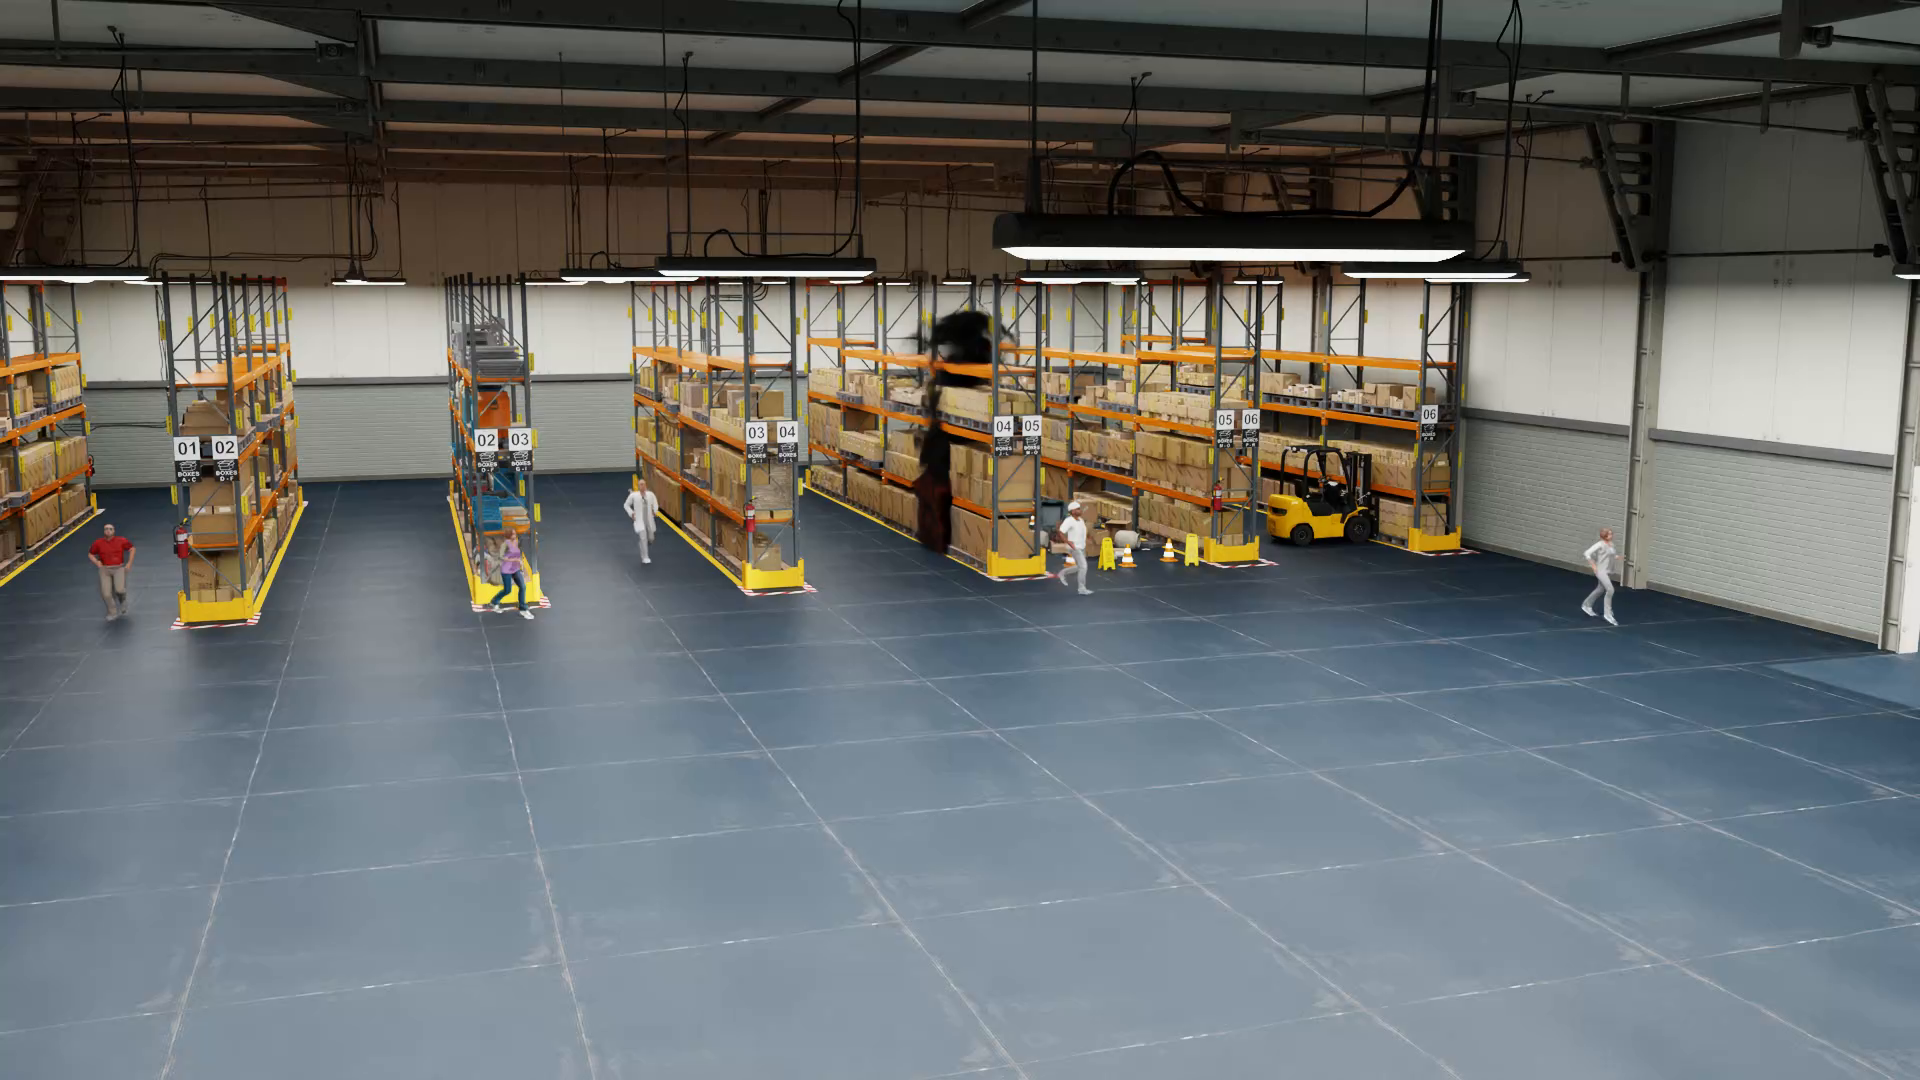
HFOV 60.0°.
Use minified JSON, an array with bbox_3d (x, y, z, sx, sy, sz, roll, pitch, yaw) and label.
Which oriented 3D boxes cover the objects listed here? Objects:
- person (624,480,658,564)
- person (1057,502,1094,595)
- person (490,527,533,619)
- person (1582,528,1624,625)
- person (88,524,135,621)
[{"bbox_3d":[-6.678,-0.401,34.975,0.715,1.735,0.826,-5,10,-28],"label":"person"},{"bbox_3d":[2.166,0.148,31.367,0.838,1.738,0.714,6,10,32],"label":"person"},{"bbox_3d":[-7.879,0.572,29.051,0.850,1.610,0.576,4,9,23],"label":"person"},{"bbox_3d":[11.113,0.604,28.769,0.512,1.631,0.742,-7,11,-41],"label":"person"},{"bbox_3d":[-14.710,0.557,28.860,0.730,1.683,0.540,-4,9,-23],"label":"person"}]
